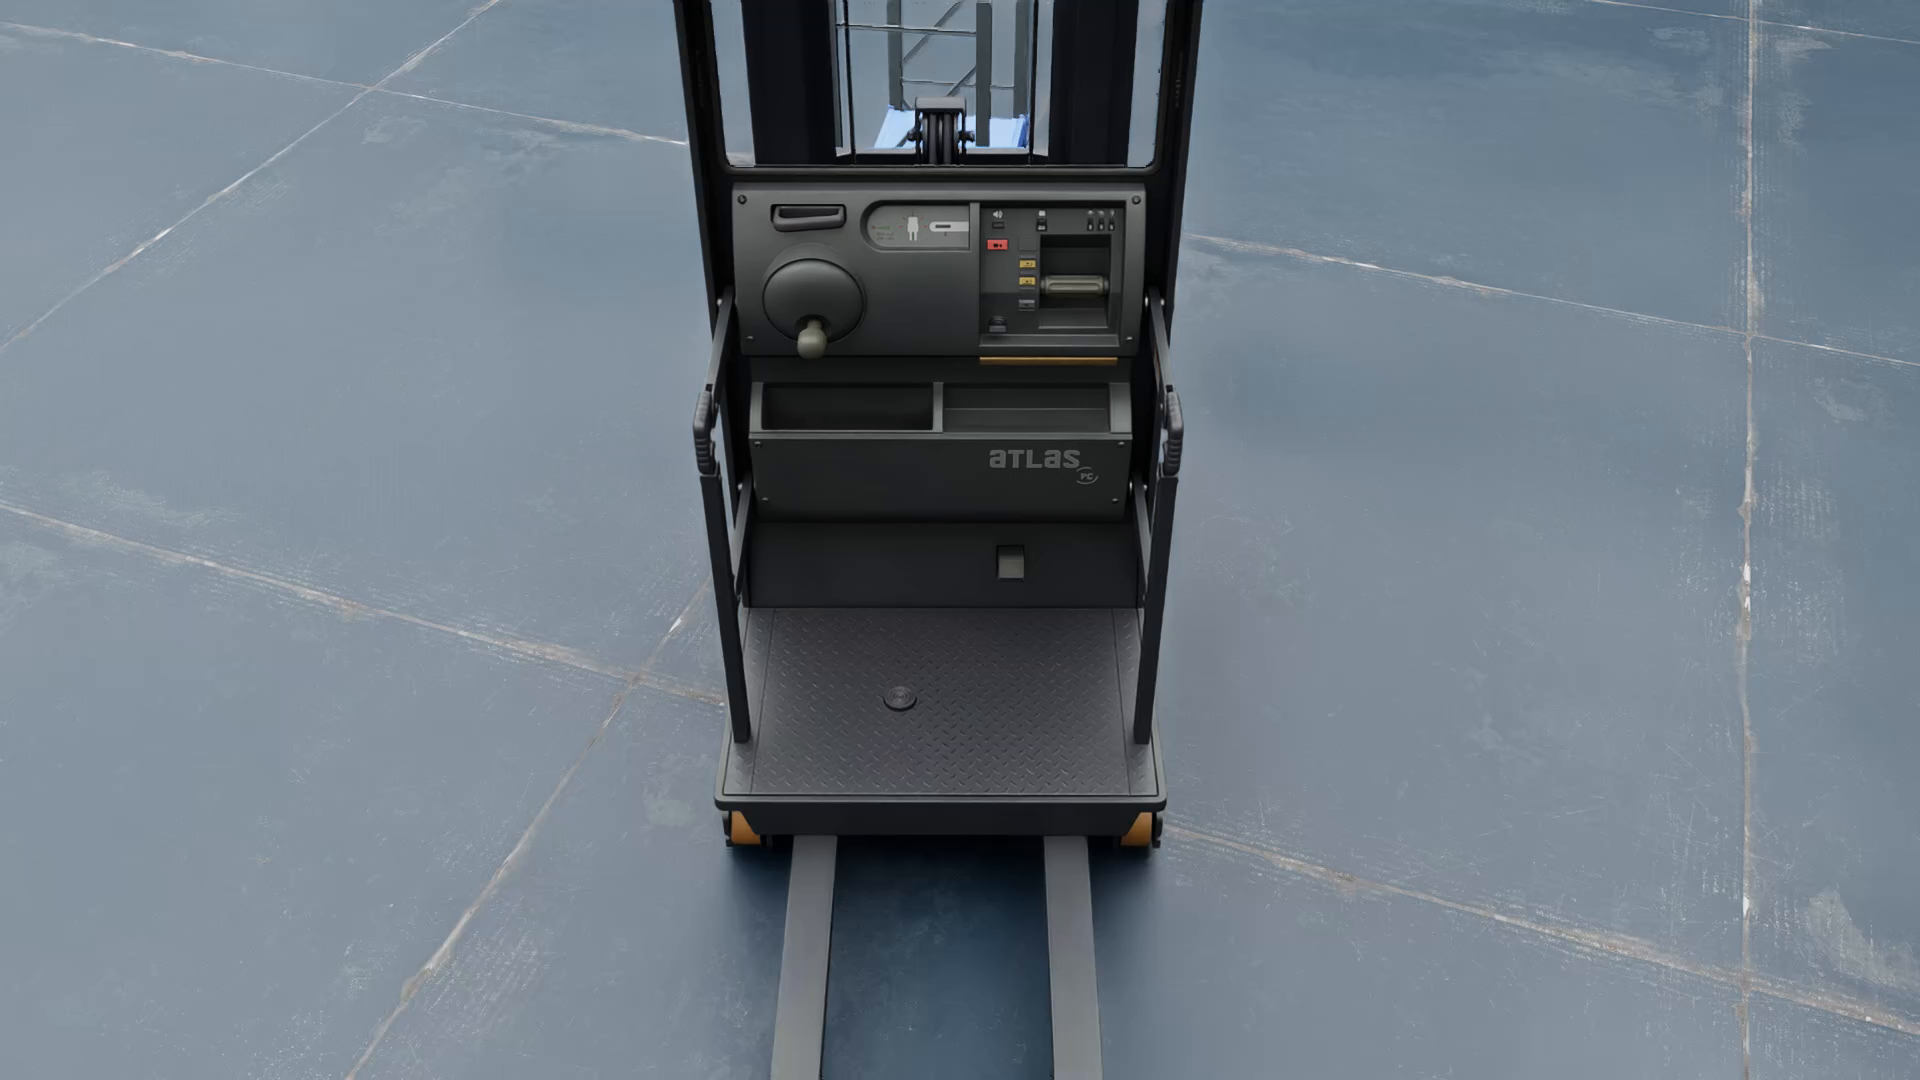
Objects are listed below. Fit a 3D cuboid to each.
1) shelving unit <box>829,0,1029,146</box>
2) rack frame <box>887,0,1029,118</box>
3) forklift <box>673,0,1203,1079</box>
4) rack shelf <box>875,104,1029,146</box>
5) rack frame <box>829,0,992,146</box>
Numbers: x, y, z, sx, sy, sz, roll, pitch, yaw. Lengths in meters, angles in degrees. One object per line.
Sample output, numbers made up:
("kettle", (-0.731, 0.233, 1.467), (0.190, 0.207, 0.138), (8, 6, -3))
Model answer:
("shelving unit", (-0.083, -1.327, 5.650), (0.538, 1.500, 1.048), (5, 41, 6))
("rack frame", (-0.009, -1.653, 6.032), (0.500, 1.500, 0.032), (5, 41, 6))
("forklift", (-0.045, -0.528, 3.610), (1.130, 2.935, 3.031), (0, 40, 0))
("rack shelf", (-0.083, -1.190, 5.766), (0.538, 0.185, 1.000), (5, 41, 6))
("rack frame", (-0.157, -1.000, 5.267), (0.500, 1.500, 0.032), (5, 41, 6))
